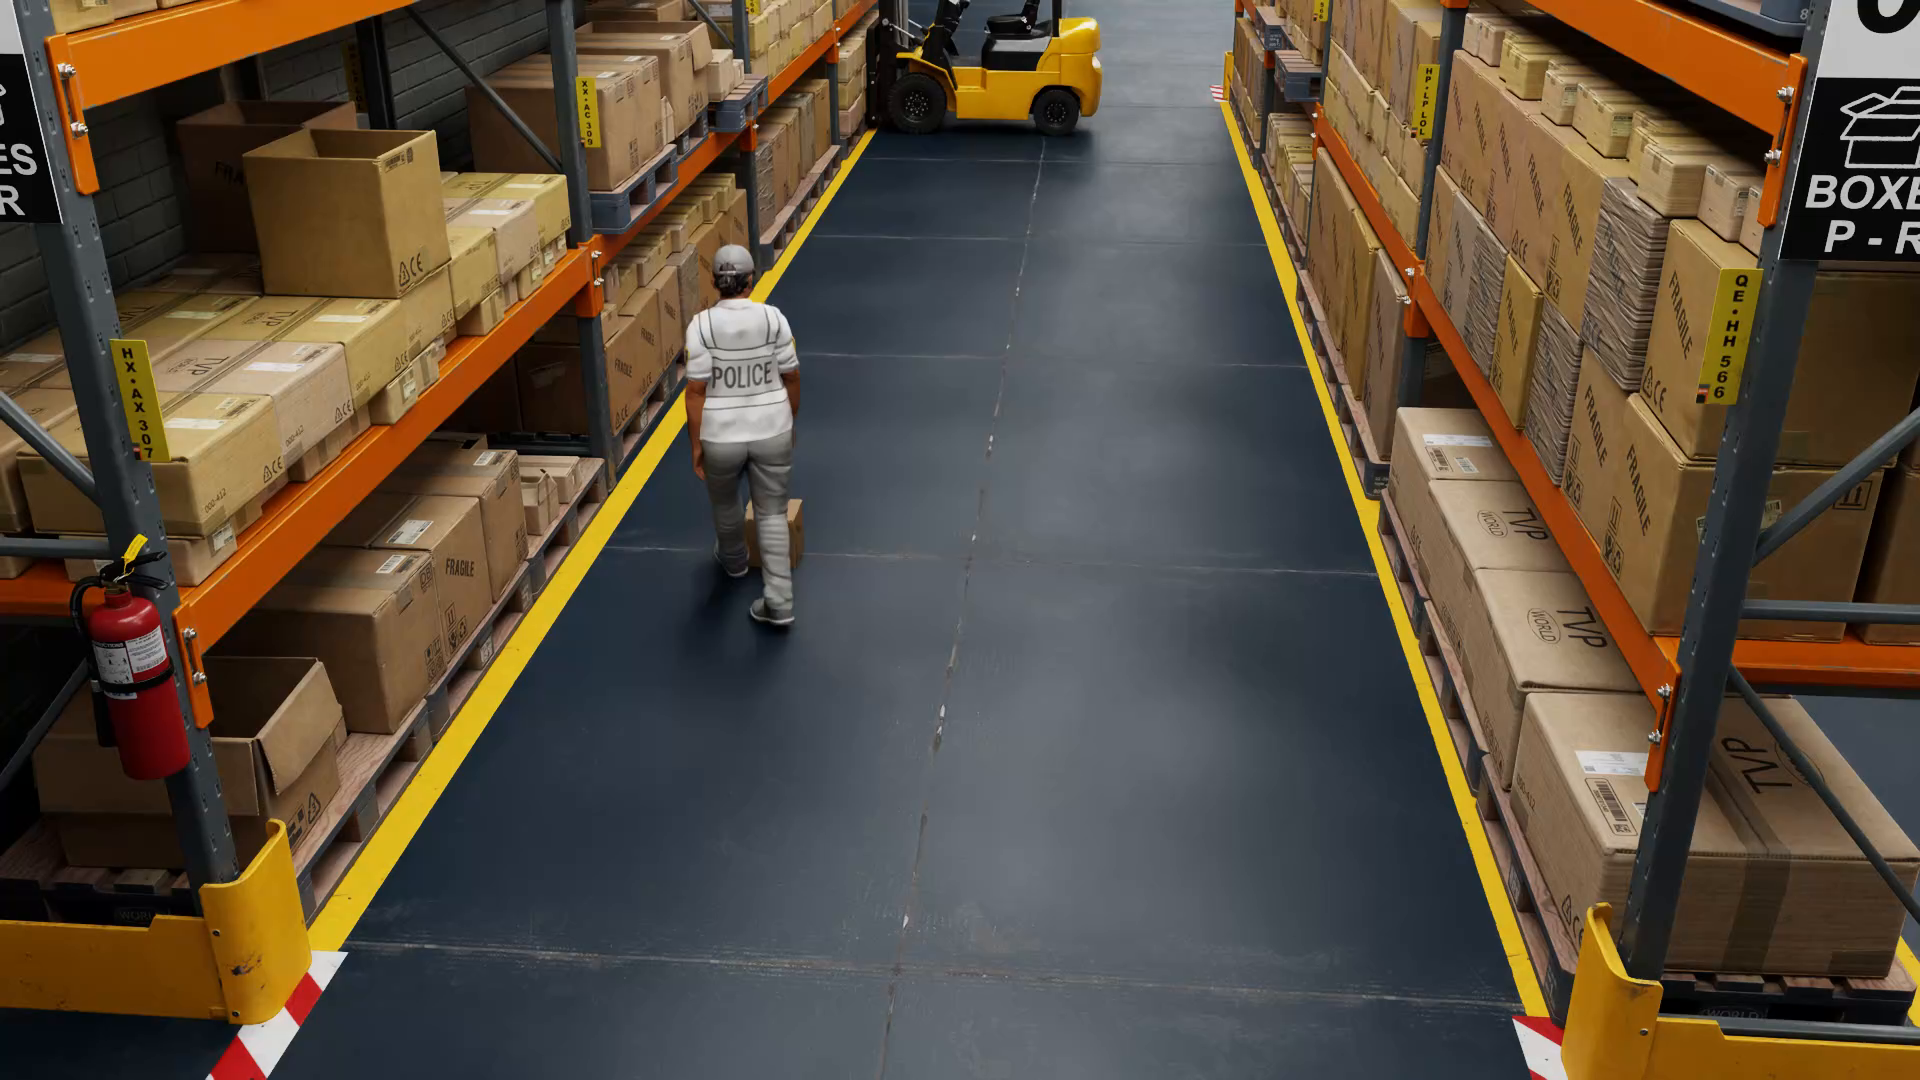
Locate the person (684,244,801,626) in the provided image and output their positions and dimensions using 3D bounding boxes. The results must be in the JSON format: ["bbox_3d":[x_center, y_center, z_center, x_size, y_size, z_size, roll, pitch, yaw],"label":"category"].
[{"bbox_3d":[-0.941,-0.491,7.214,0.502,1.611,0.913,-6,25,-13],"label":"person"}]
